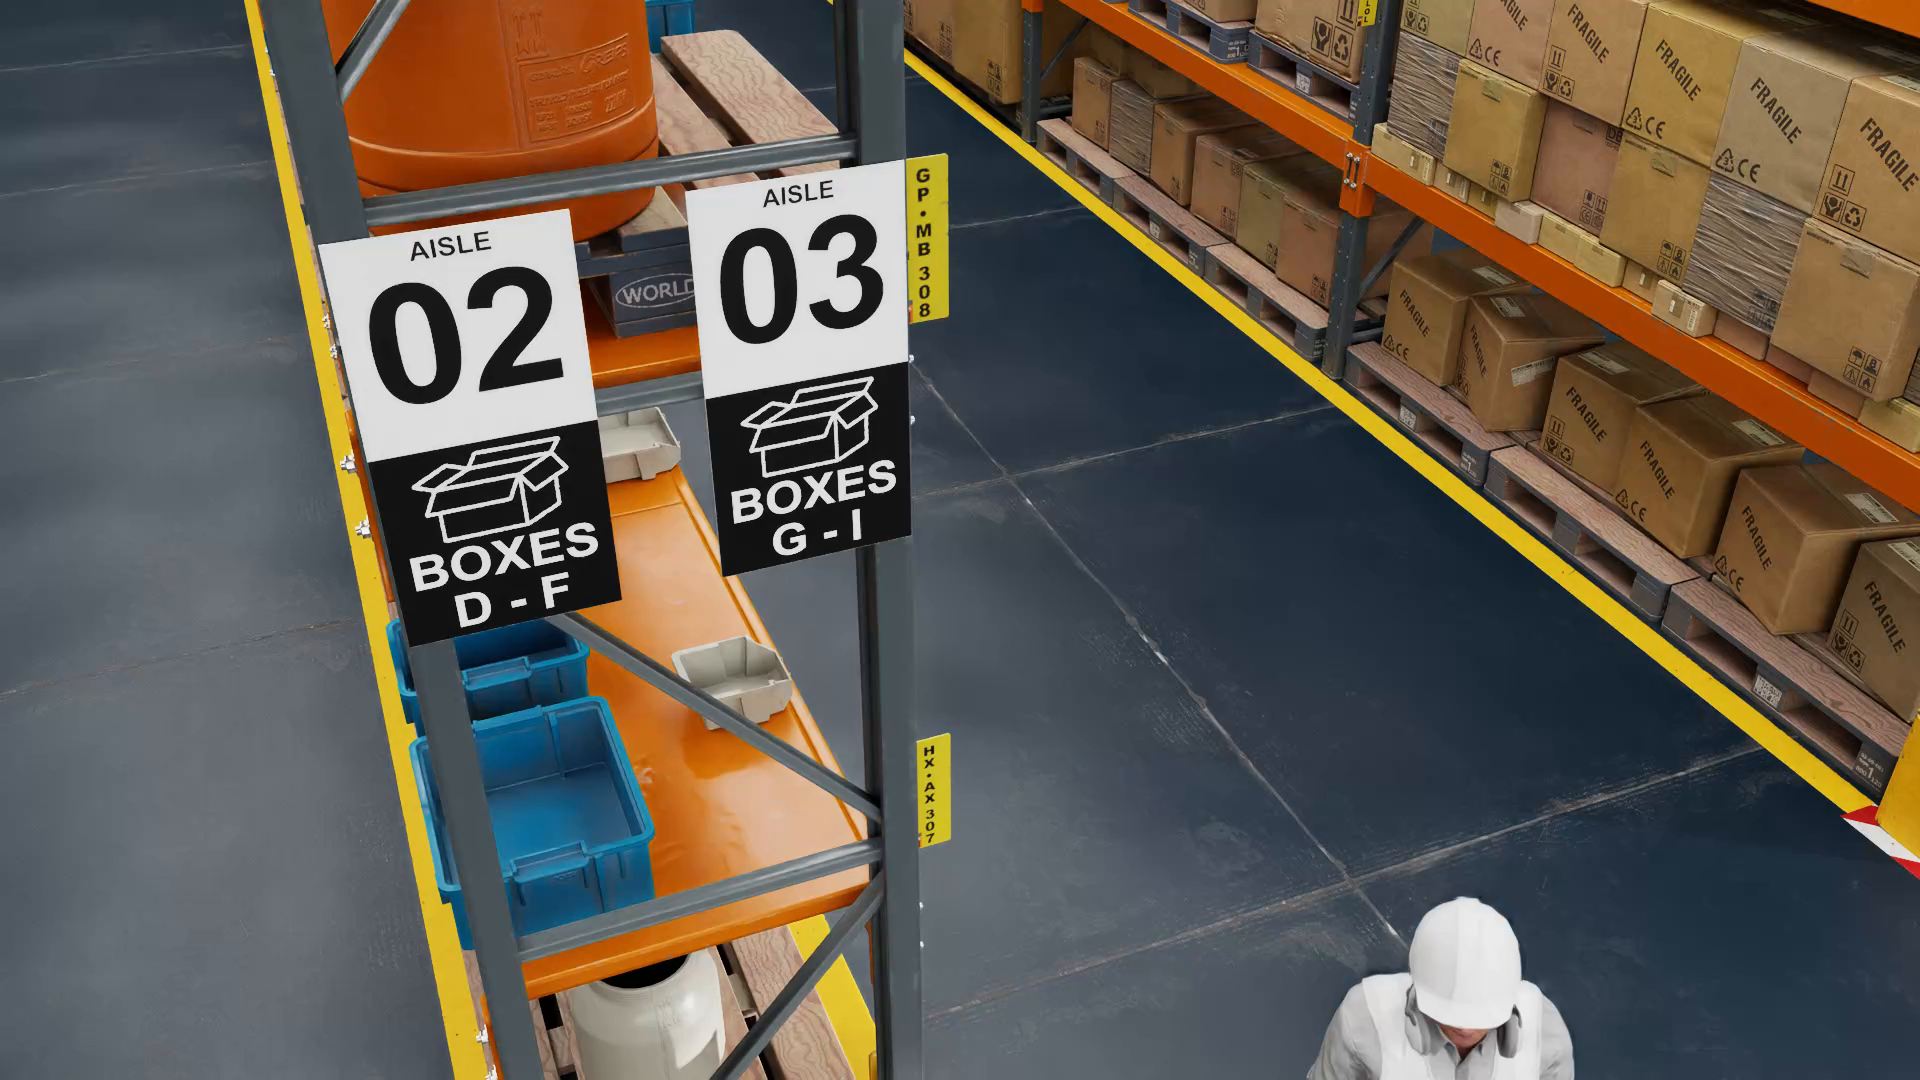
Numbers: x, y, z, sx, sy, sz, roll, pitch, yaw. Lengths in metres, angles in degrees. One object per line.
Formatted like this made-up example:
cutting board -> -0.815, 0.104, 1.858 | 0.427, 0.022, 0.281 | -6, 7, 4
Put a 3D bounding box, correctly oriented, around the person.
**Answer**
person -> 1.091, 1.485, 3.838 | 0.606, 1.779, 0.508 | -2, 33, -3
